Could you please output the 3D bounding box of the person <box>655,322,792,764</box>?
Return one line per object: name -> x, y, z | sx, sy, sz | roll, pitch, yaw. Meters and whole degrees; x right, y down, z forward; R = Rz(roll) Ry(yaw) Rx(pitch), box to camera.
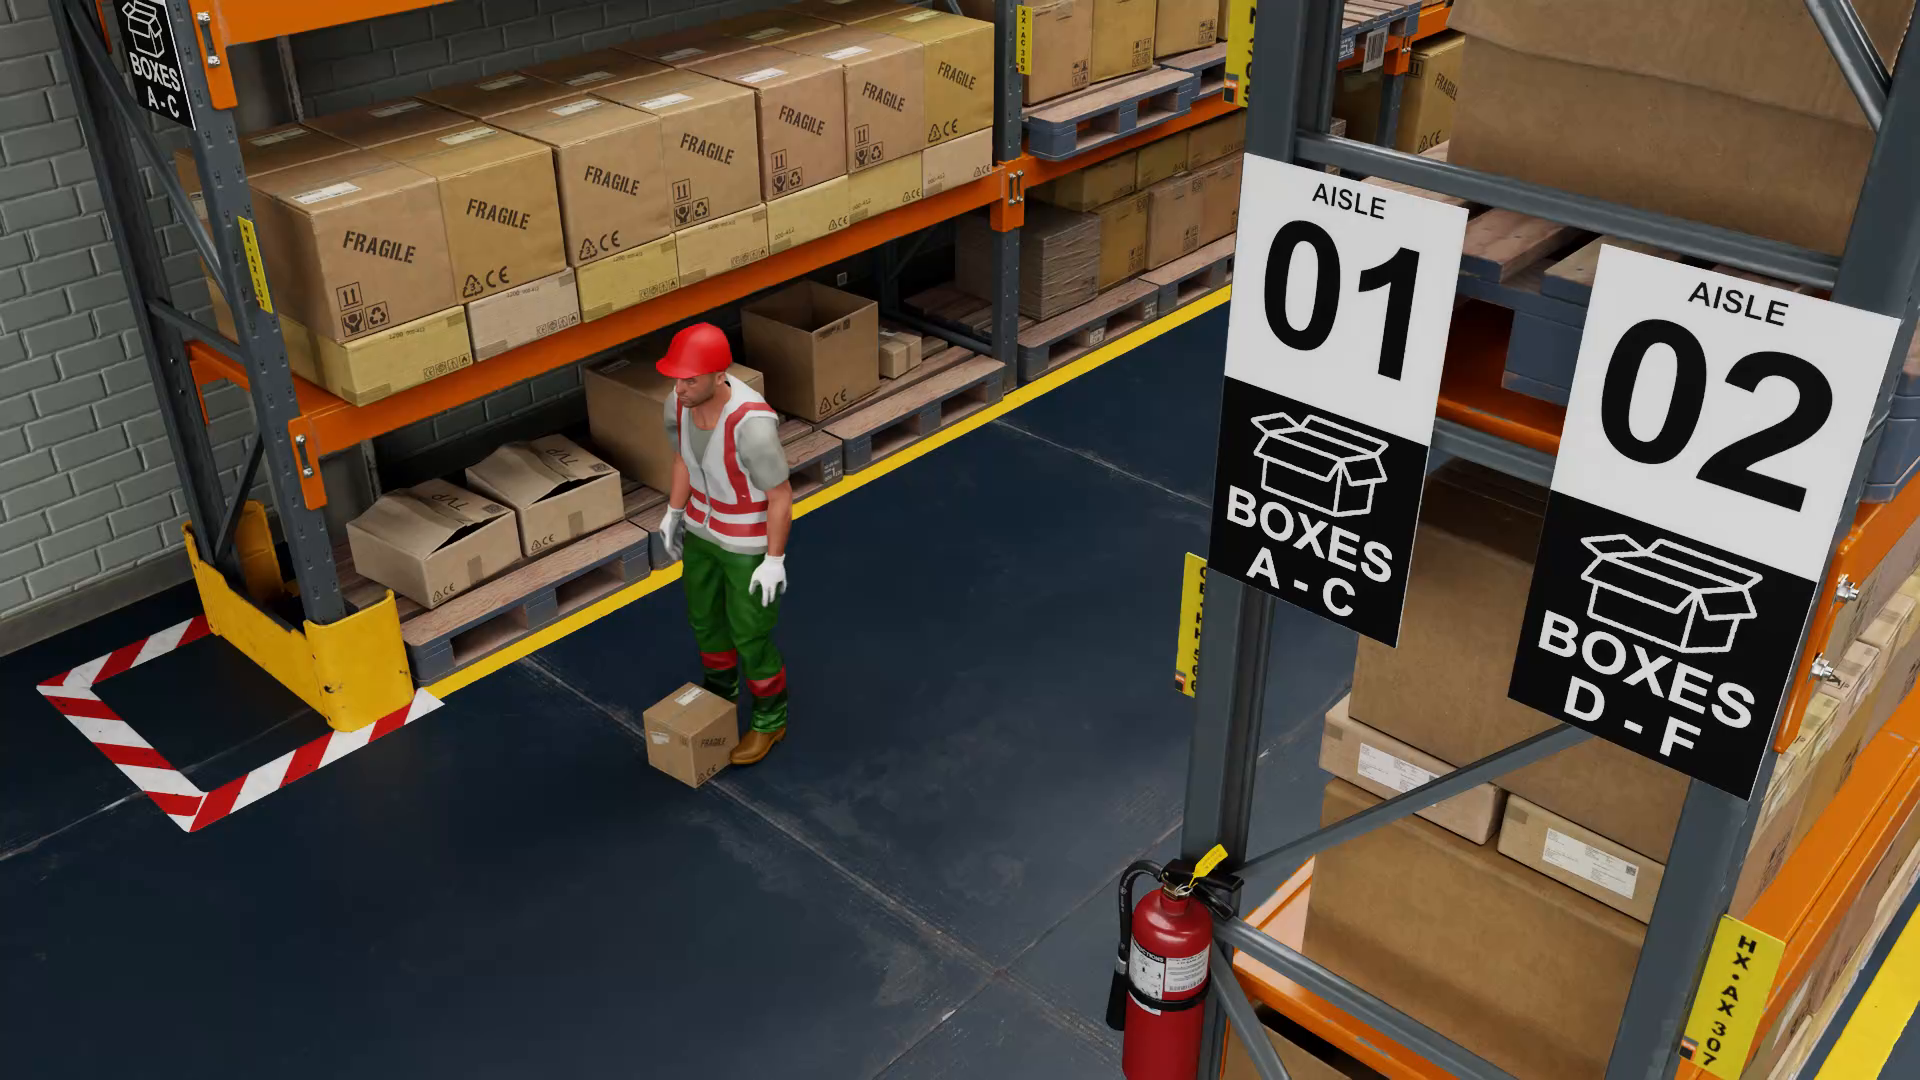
person -> -0.864, 0.009, 6.104 | 0.620, 1.779, 0.454 | 24, 39, 34
